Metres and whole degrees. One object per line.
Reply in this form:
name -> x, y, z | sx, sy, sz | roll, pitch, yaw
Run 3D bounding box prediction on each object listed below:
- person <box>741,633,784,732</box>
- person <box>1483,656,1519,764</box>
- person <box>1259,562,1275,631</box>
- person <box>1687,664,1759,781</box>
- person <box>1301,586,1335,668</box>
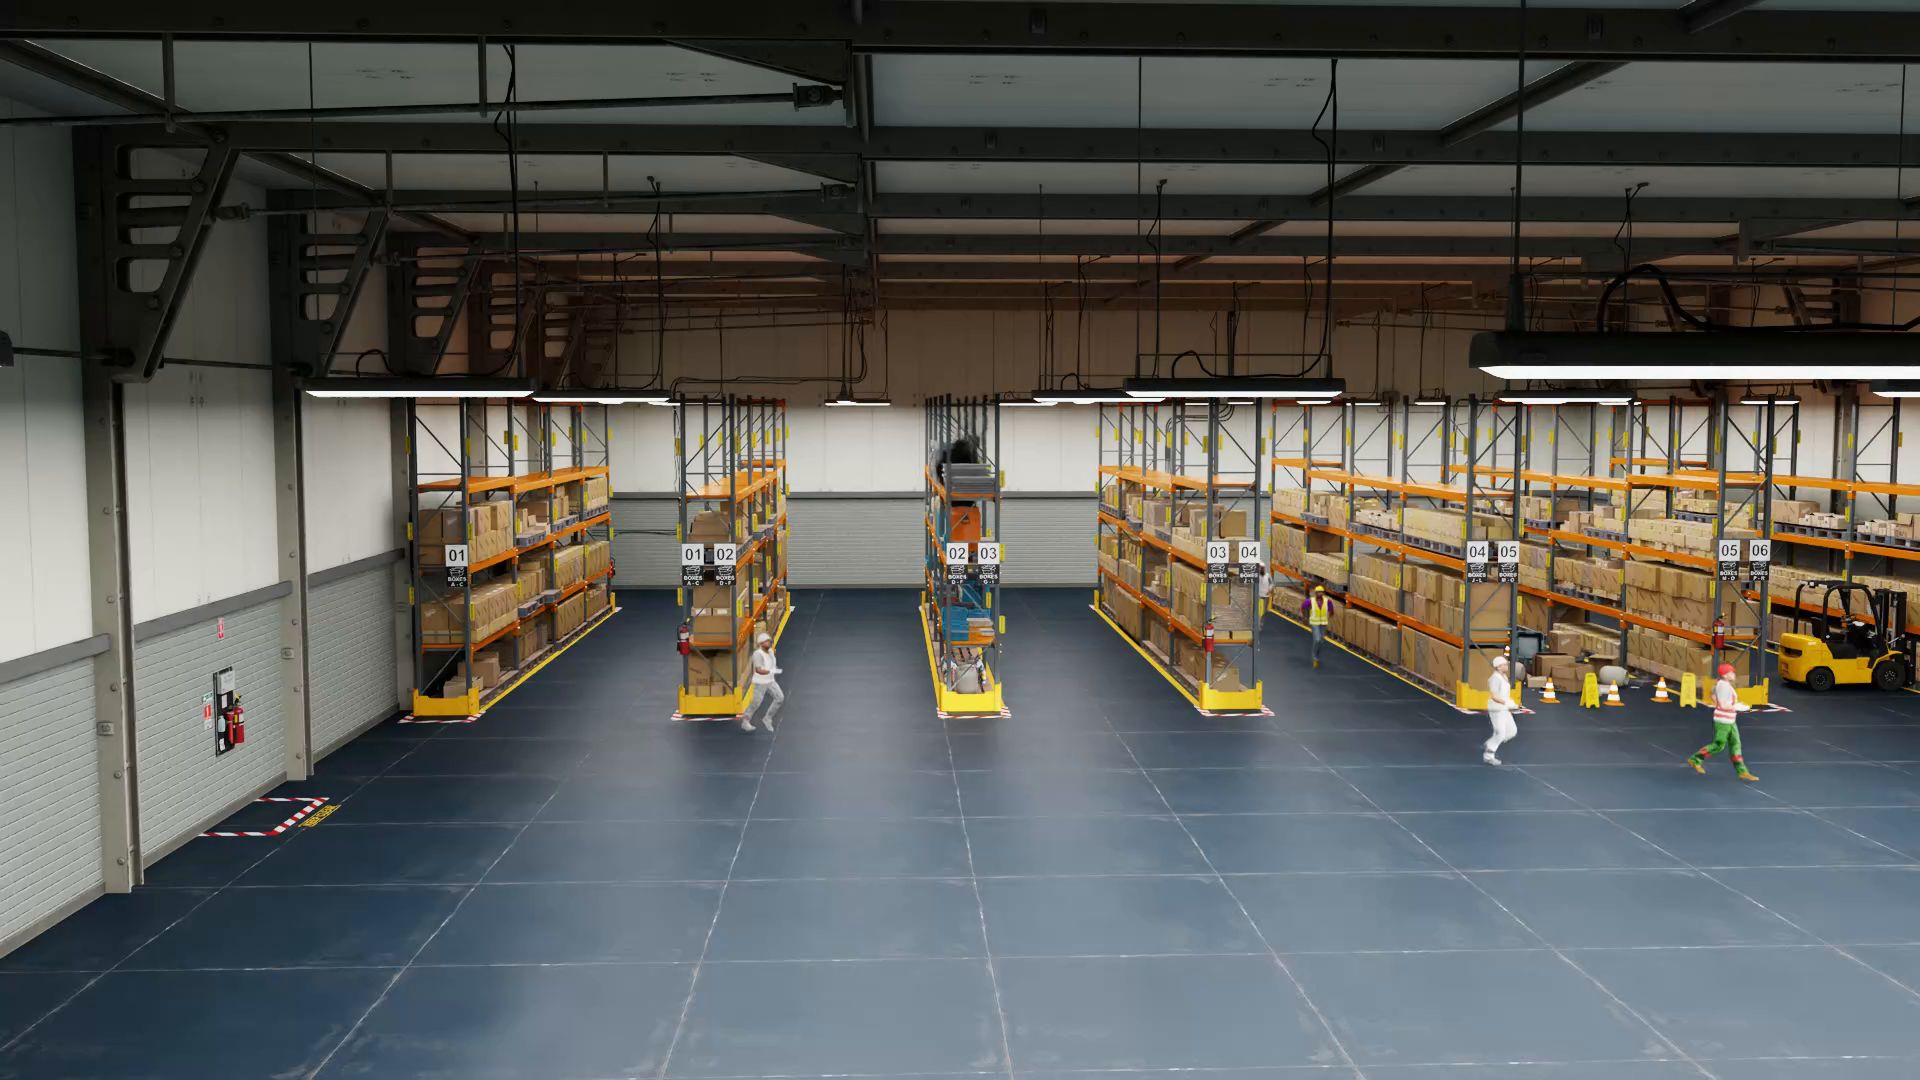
person -> -3.434, 2.515, 29.311 | 0.865, 1.769, 0.702 | 2, 5, 28
person -> 8.710, 2.734, 26.733 | 0.600, 1.743, 0.685 | 3, 5, 33
person -> 7.820, 1.449, 43.153 | 0.673, 1.772, 0.849 | 0, 5, 5
person -> 11.737, 2.781, 25.519 | 1.016, 1.770, 0.661 | 3, 5, 31
person -> 8.006, 1.925, 37.082 | 0.678, 1.828, 0.775 | -1, 5, -8
